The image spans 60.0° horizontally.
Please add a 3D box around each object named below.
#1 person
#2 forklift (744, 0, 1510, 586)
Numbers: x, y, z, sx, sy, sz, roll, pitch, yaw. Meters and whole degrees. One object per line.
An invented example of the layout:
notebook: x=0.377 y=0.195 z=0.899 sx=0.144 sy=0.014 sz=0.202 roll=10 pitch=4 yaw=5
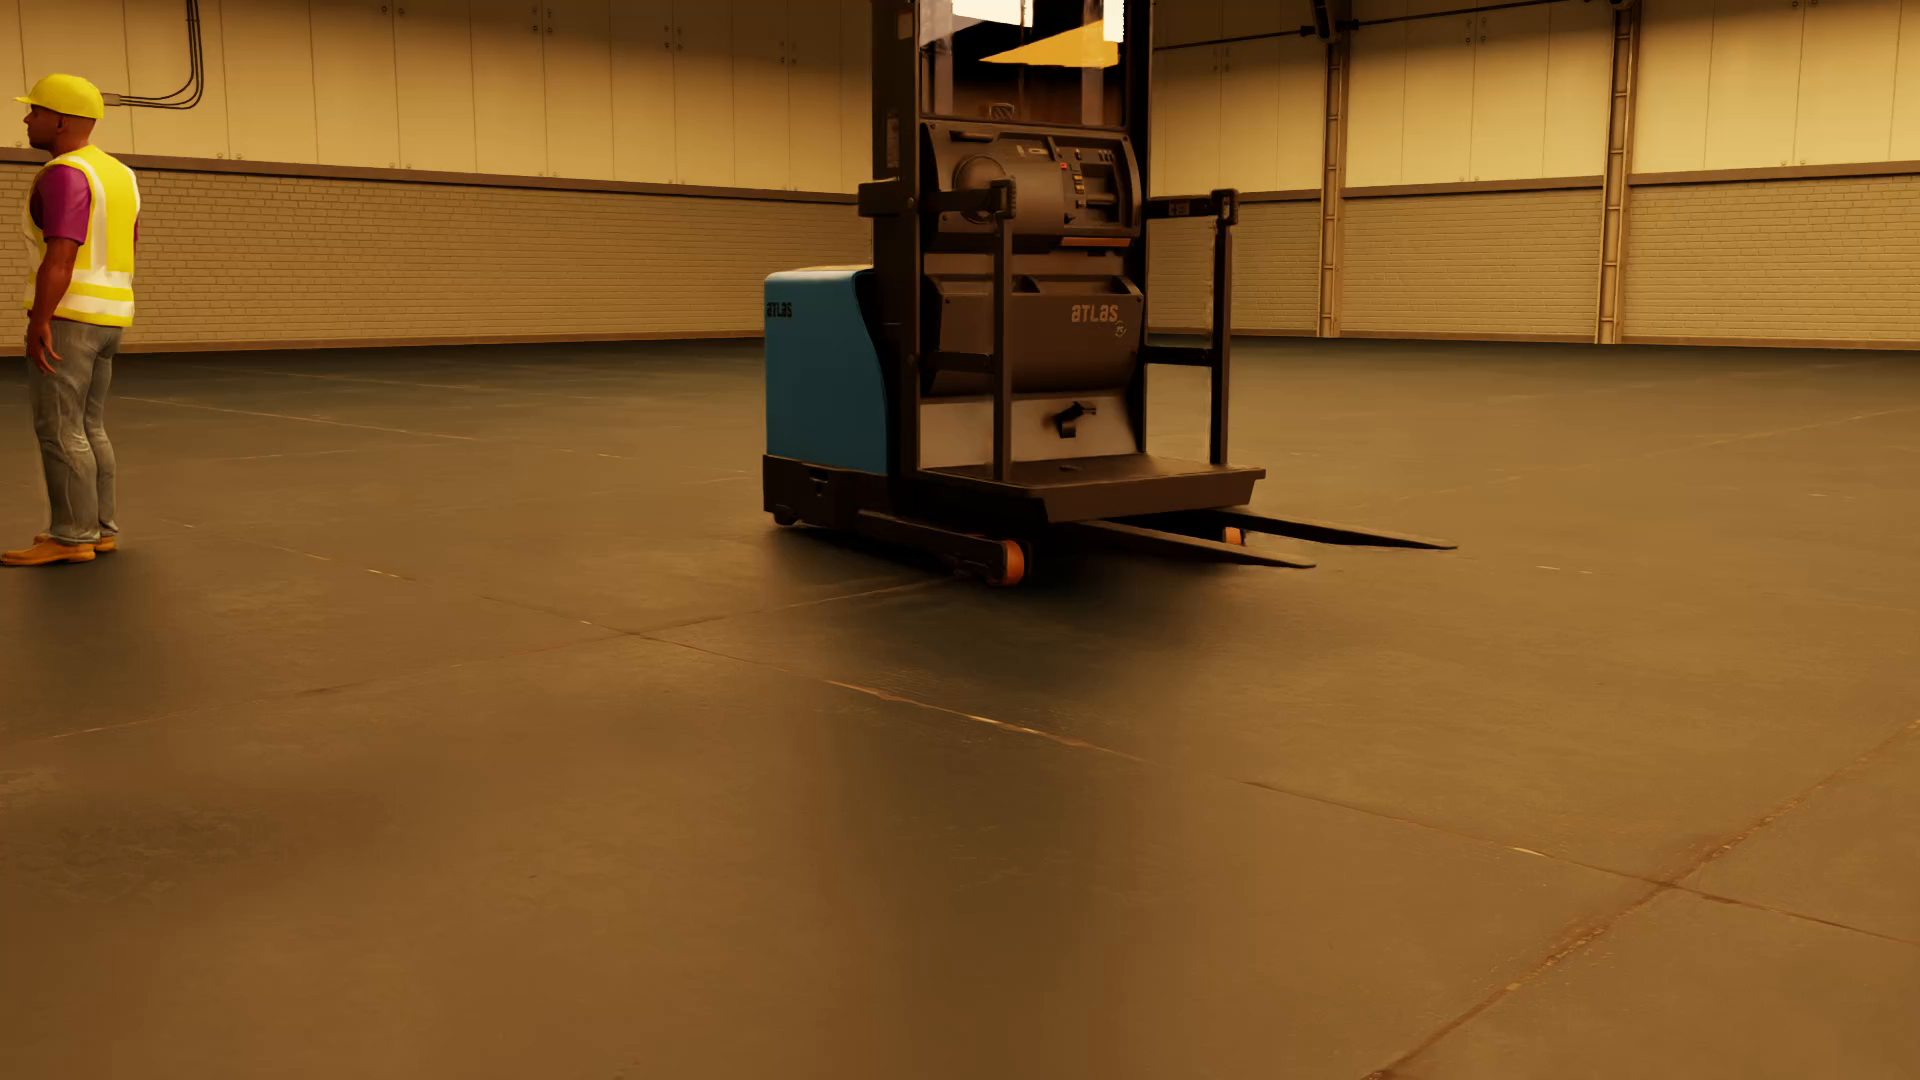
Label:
person: x=-3.328 y=-0.809 z=6.140 sx=0.549 sy=1.770 sz=0.664 roll=-1 pitch=9 yaw=-6
forklift: x=0.488 y=-1.379 z=6.031 sx=1.130 sy=2.935 sz=3.031 roll=-8 pitch=12 yaw=-43
